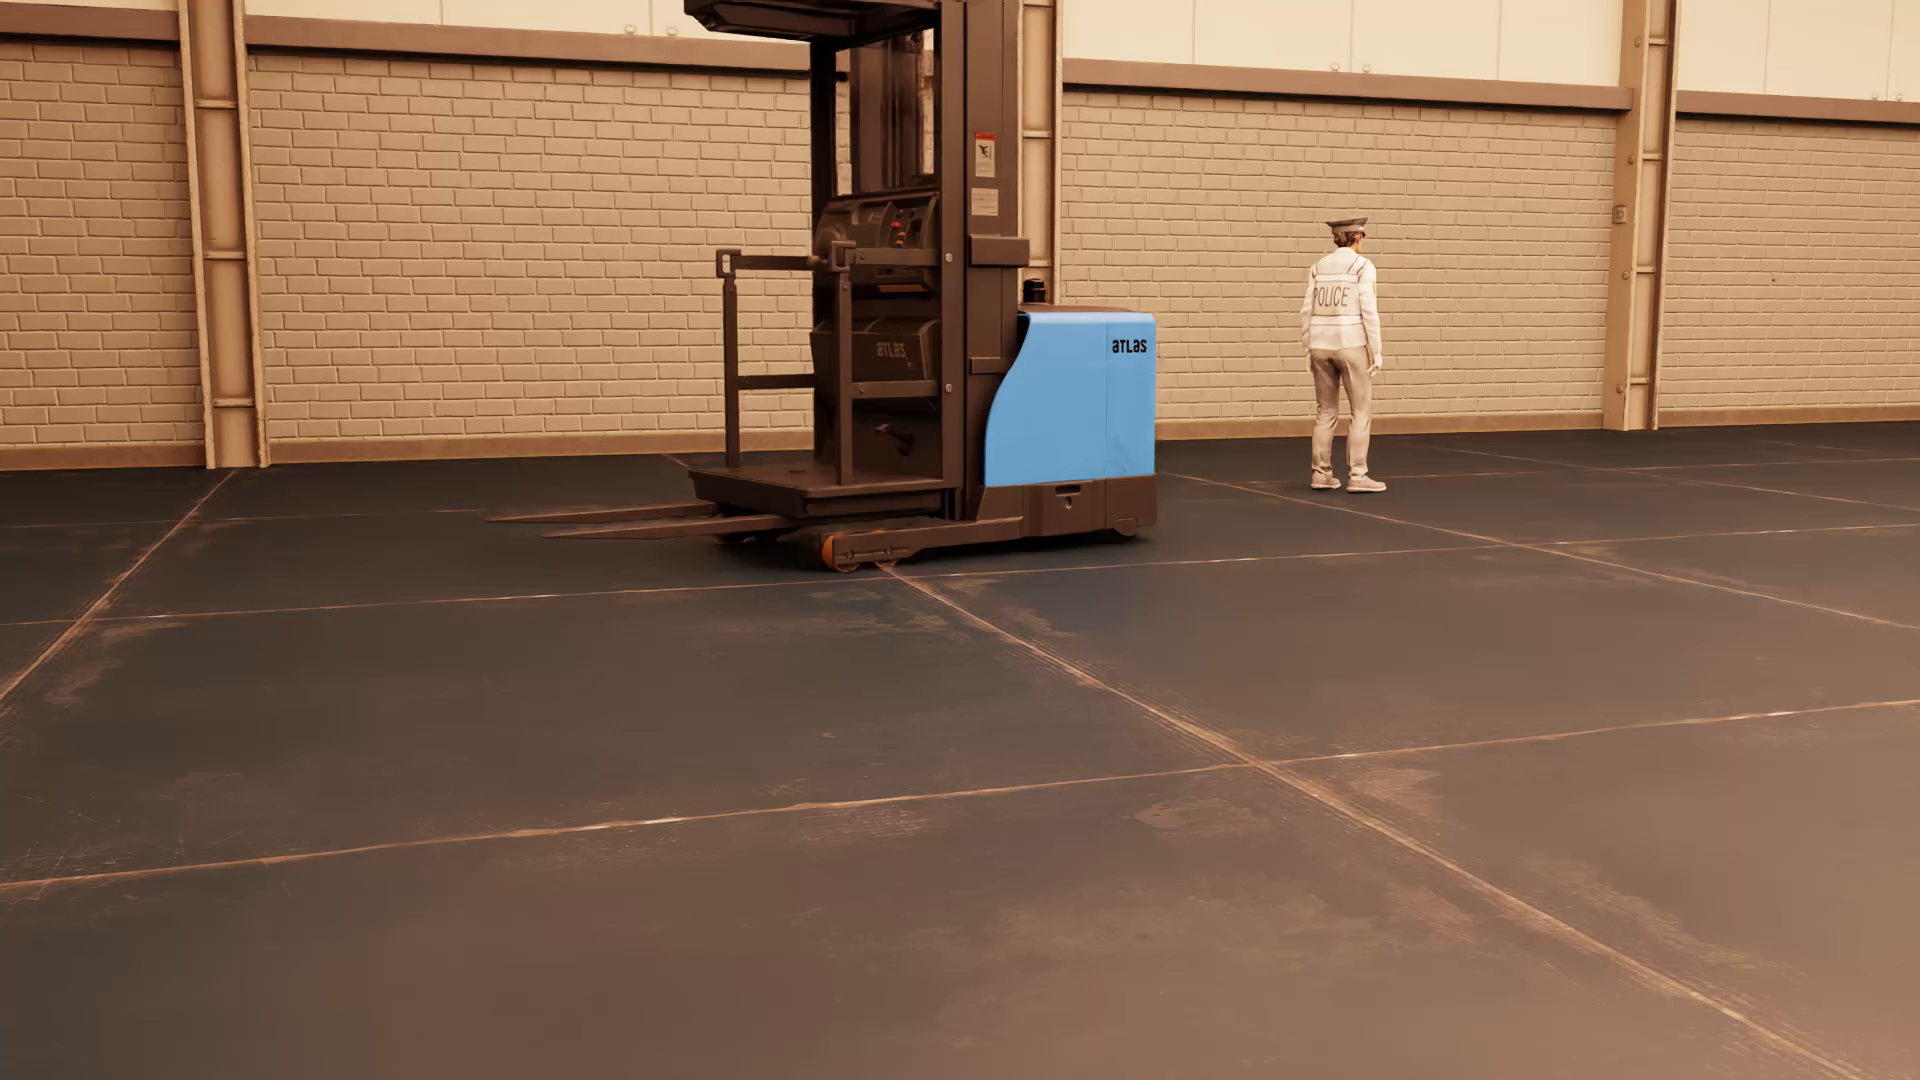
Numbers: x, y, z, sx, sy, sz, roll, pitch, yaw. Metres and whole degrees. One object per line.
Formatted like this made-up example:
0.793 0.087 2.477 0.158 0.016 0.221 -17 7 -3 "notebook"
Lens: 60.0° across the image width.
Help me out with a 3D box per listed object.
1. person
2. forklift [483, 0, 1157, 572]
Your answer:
2.309 -1.127 10.054 0.528 1.662 0.376 8 11 44 "person"
-0.553 -1.398 7.329 3.031 2.935 1.130 -6 9 -35 "forklift"
